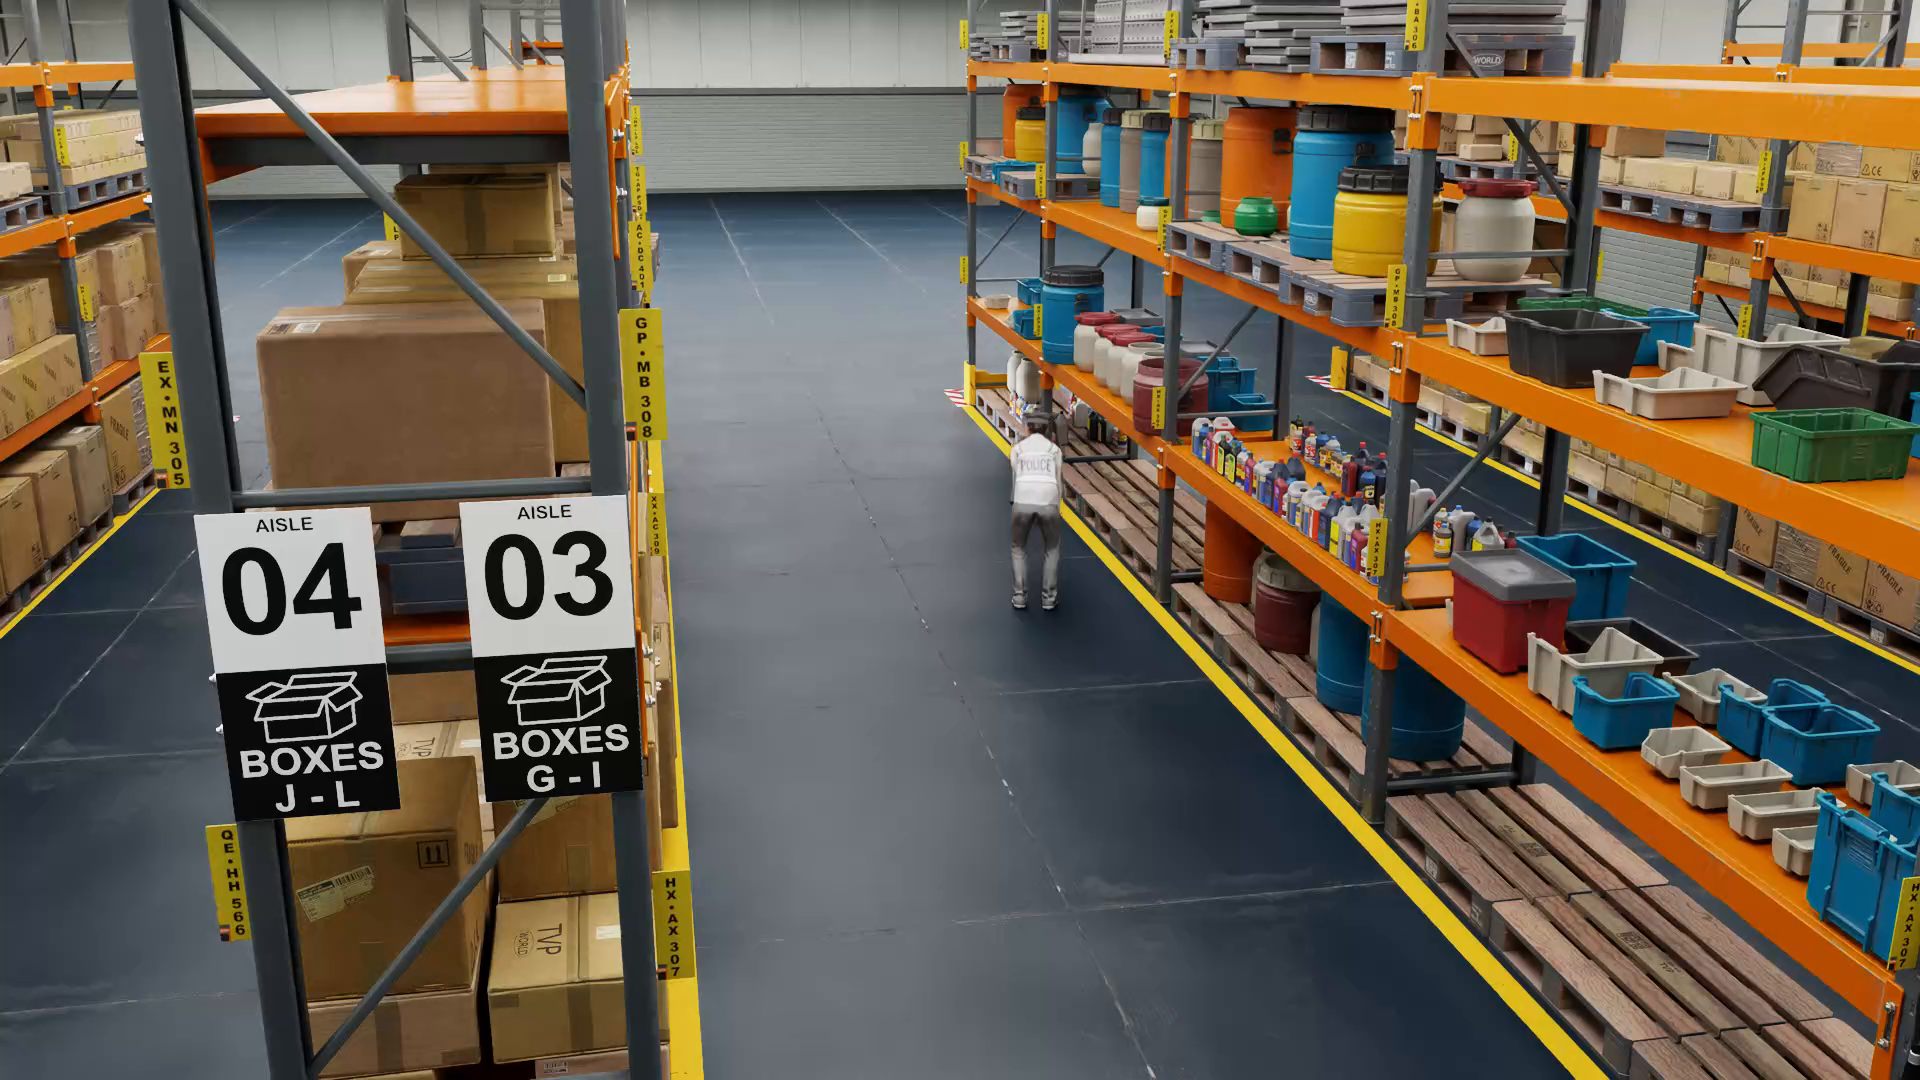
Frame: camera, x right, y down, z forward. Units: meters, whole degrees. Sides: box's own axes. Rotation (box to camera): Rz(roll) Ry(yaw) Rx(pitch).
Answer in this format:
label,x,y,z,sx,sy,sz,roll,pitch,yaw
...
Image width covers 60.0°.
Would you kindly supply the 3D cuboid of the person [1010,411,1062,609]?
label,x,y,z,sx,sy,sz,roll,pitch,yaw
person,0.596,-0.241,13.131,0.410,1.513,0.710,1,17,5
